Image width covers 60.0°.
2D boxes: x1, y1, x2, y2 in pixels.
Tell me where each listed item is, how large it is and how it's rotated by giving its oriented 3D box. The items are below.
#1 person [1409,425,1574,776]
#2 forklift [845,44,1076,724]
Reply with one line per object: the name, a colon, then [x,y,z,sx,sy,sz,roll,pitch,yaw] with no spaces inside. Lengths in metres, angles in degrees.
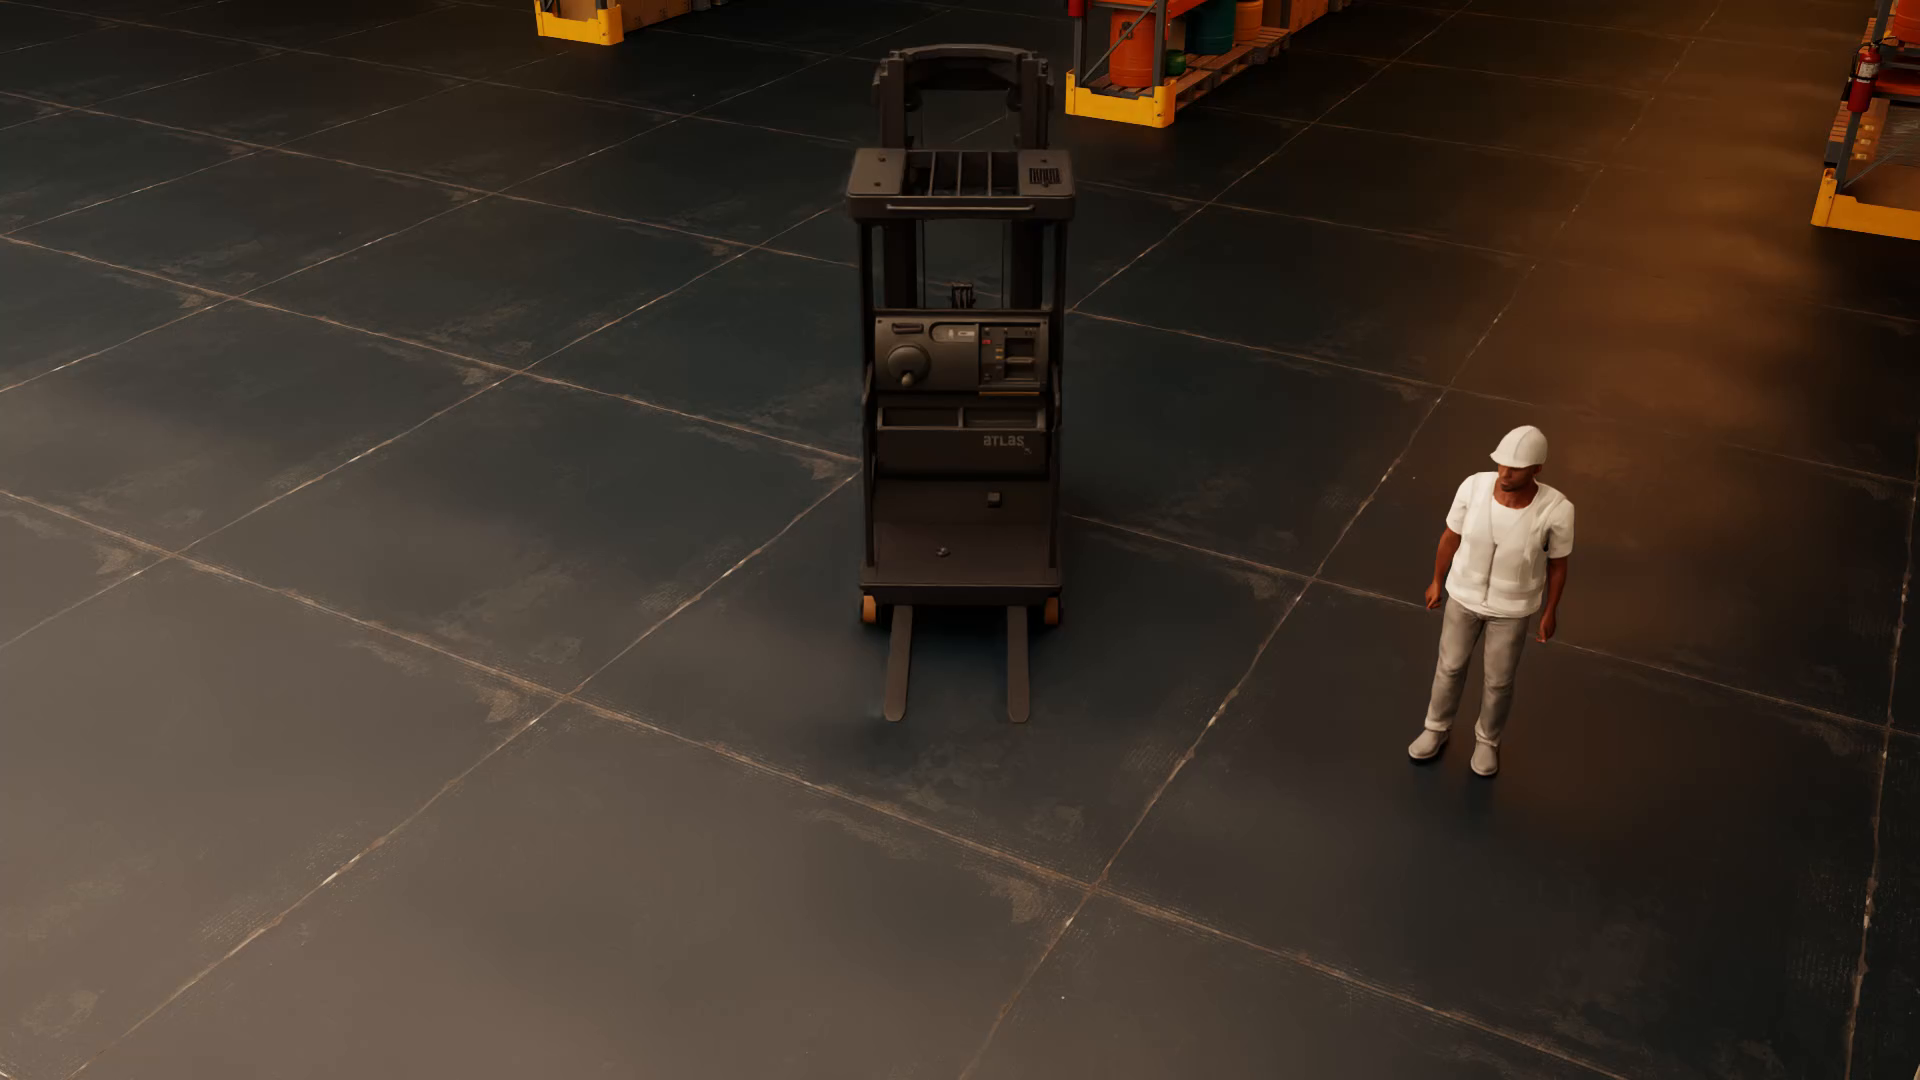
person: [2.466,0.287,7.741,0.614,1.771,0.387,16,34,26]
forklift: [0.009,-0.954,8.724,1.130,2.935,3.031,0,30,1]
